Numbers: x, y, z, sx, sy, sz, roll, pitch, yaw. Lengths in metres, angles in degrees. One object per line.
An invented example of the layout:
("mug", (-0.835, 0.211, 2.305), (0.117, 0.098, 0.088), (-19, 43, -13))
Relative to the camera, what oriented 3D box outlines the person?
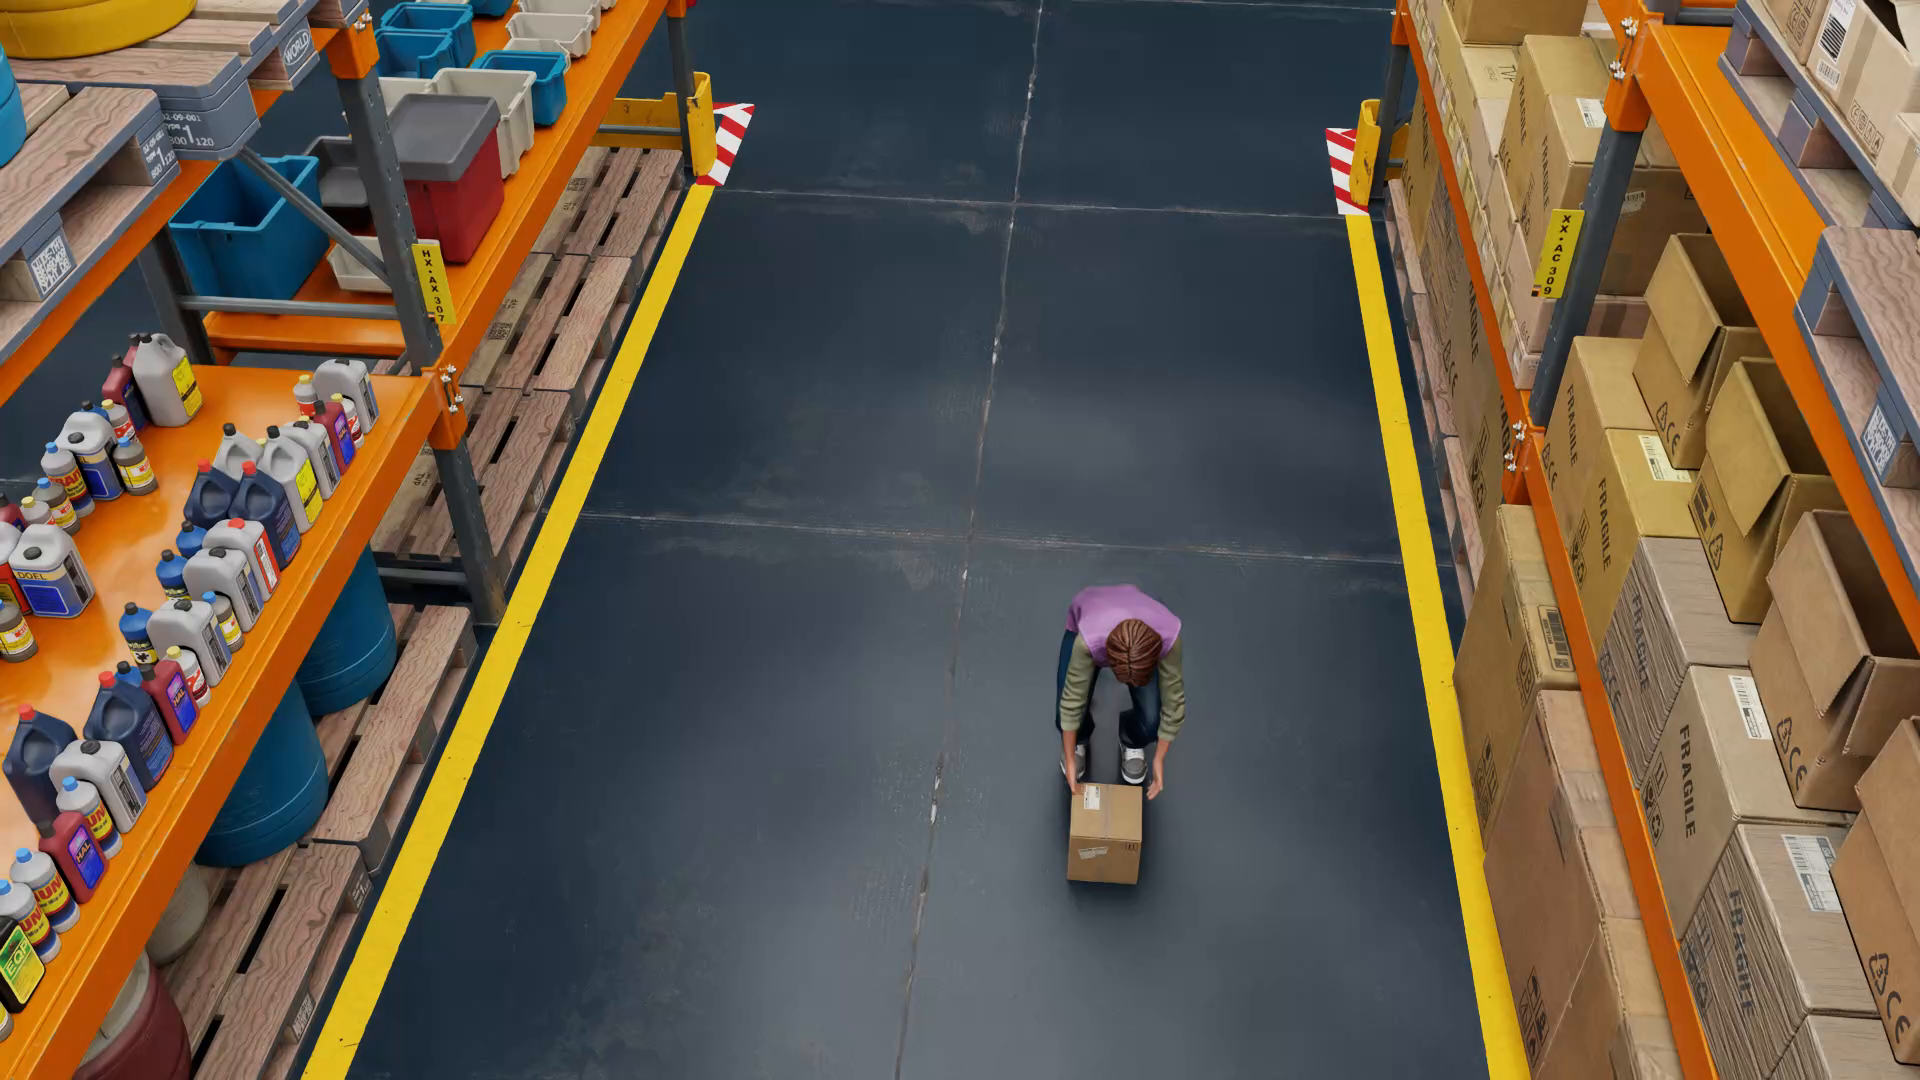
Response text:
("person", (0.578, 0.507, 6.017), (0.458, 1.022, 0.768), (3, 41, 4))
